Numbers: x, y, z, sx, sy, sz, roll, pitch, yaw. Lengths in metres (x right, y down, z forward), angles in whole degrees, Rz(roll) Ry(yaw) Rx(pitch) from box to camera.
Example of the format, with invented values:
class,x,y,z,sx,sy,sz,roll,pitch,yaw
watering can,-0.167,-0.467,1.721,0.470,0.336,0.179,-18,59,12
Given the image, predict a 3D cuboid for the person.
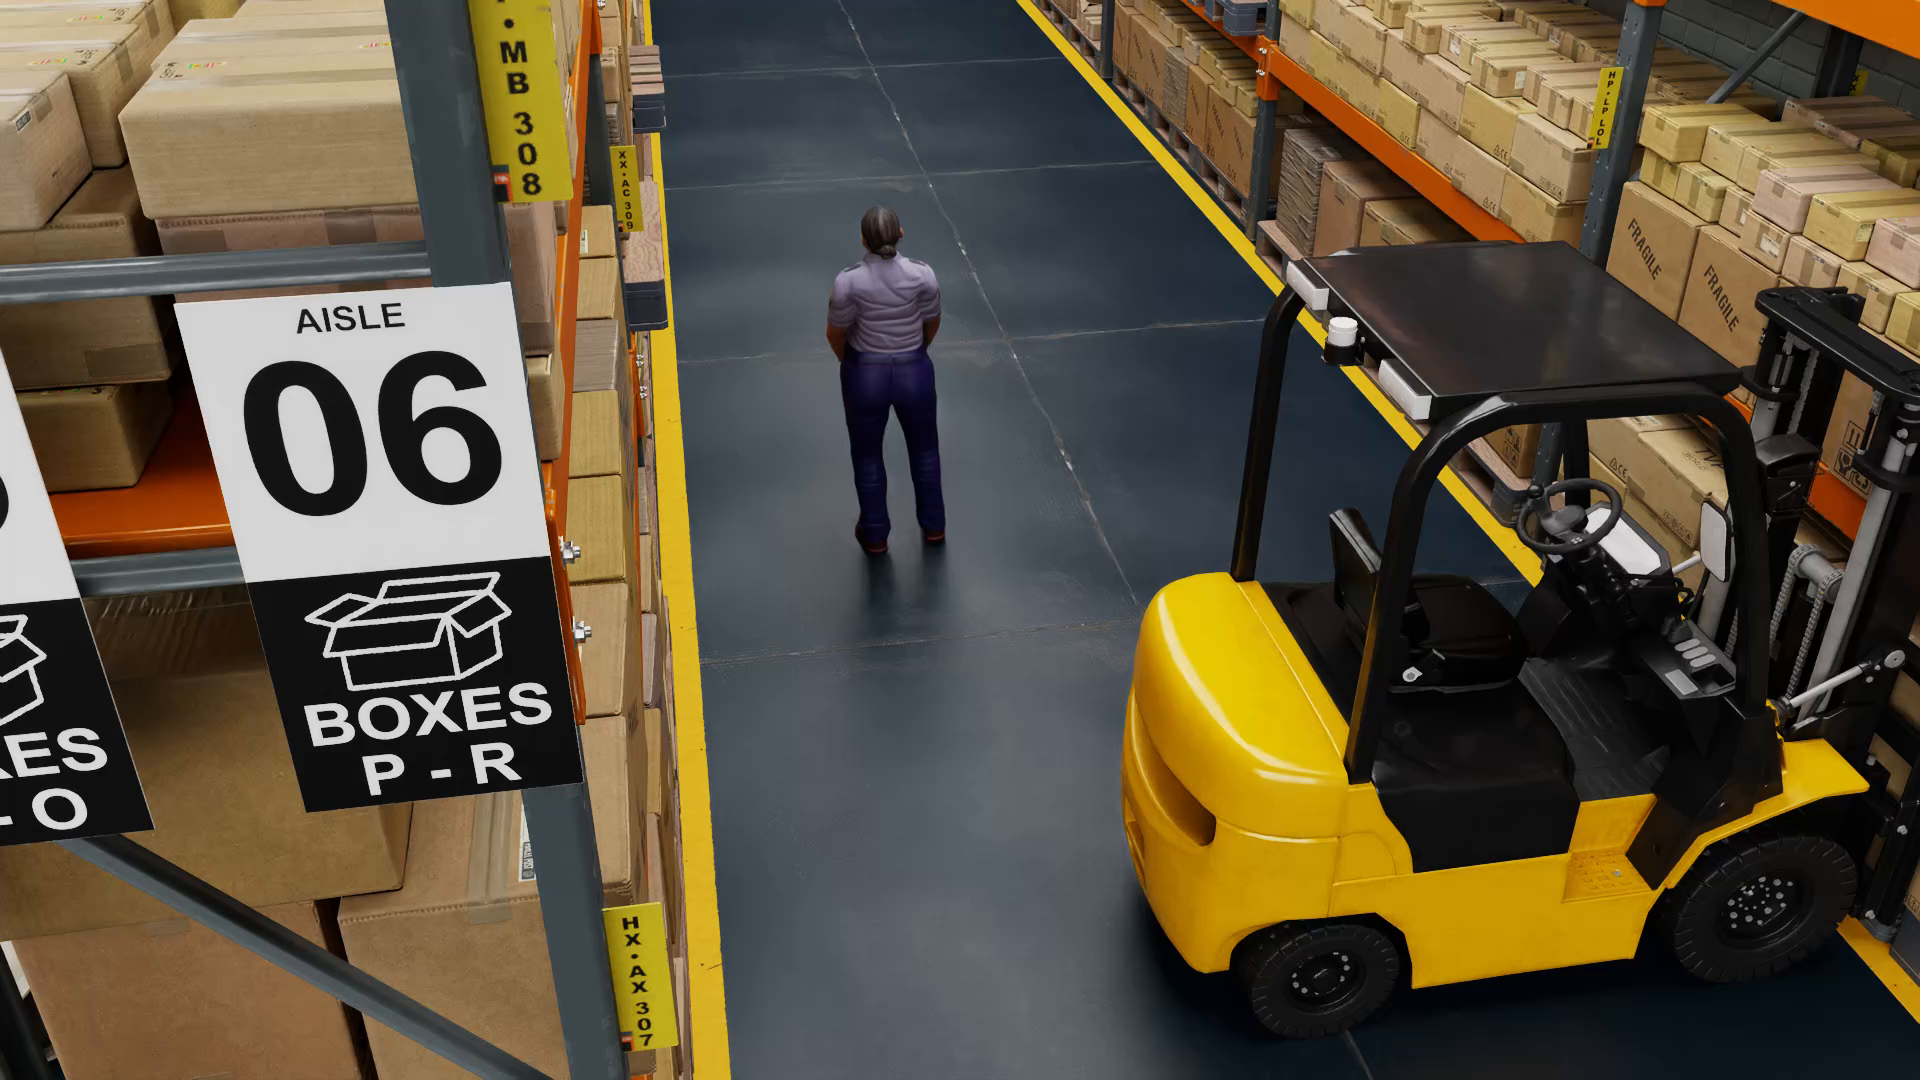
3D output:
class,x,y,z,sx,sy,sz,roll,pitch,yaw
person,-0.315,-0.710,7.340,0.544,1.640,0.421,-5,31,-9
